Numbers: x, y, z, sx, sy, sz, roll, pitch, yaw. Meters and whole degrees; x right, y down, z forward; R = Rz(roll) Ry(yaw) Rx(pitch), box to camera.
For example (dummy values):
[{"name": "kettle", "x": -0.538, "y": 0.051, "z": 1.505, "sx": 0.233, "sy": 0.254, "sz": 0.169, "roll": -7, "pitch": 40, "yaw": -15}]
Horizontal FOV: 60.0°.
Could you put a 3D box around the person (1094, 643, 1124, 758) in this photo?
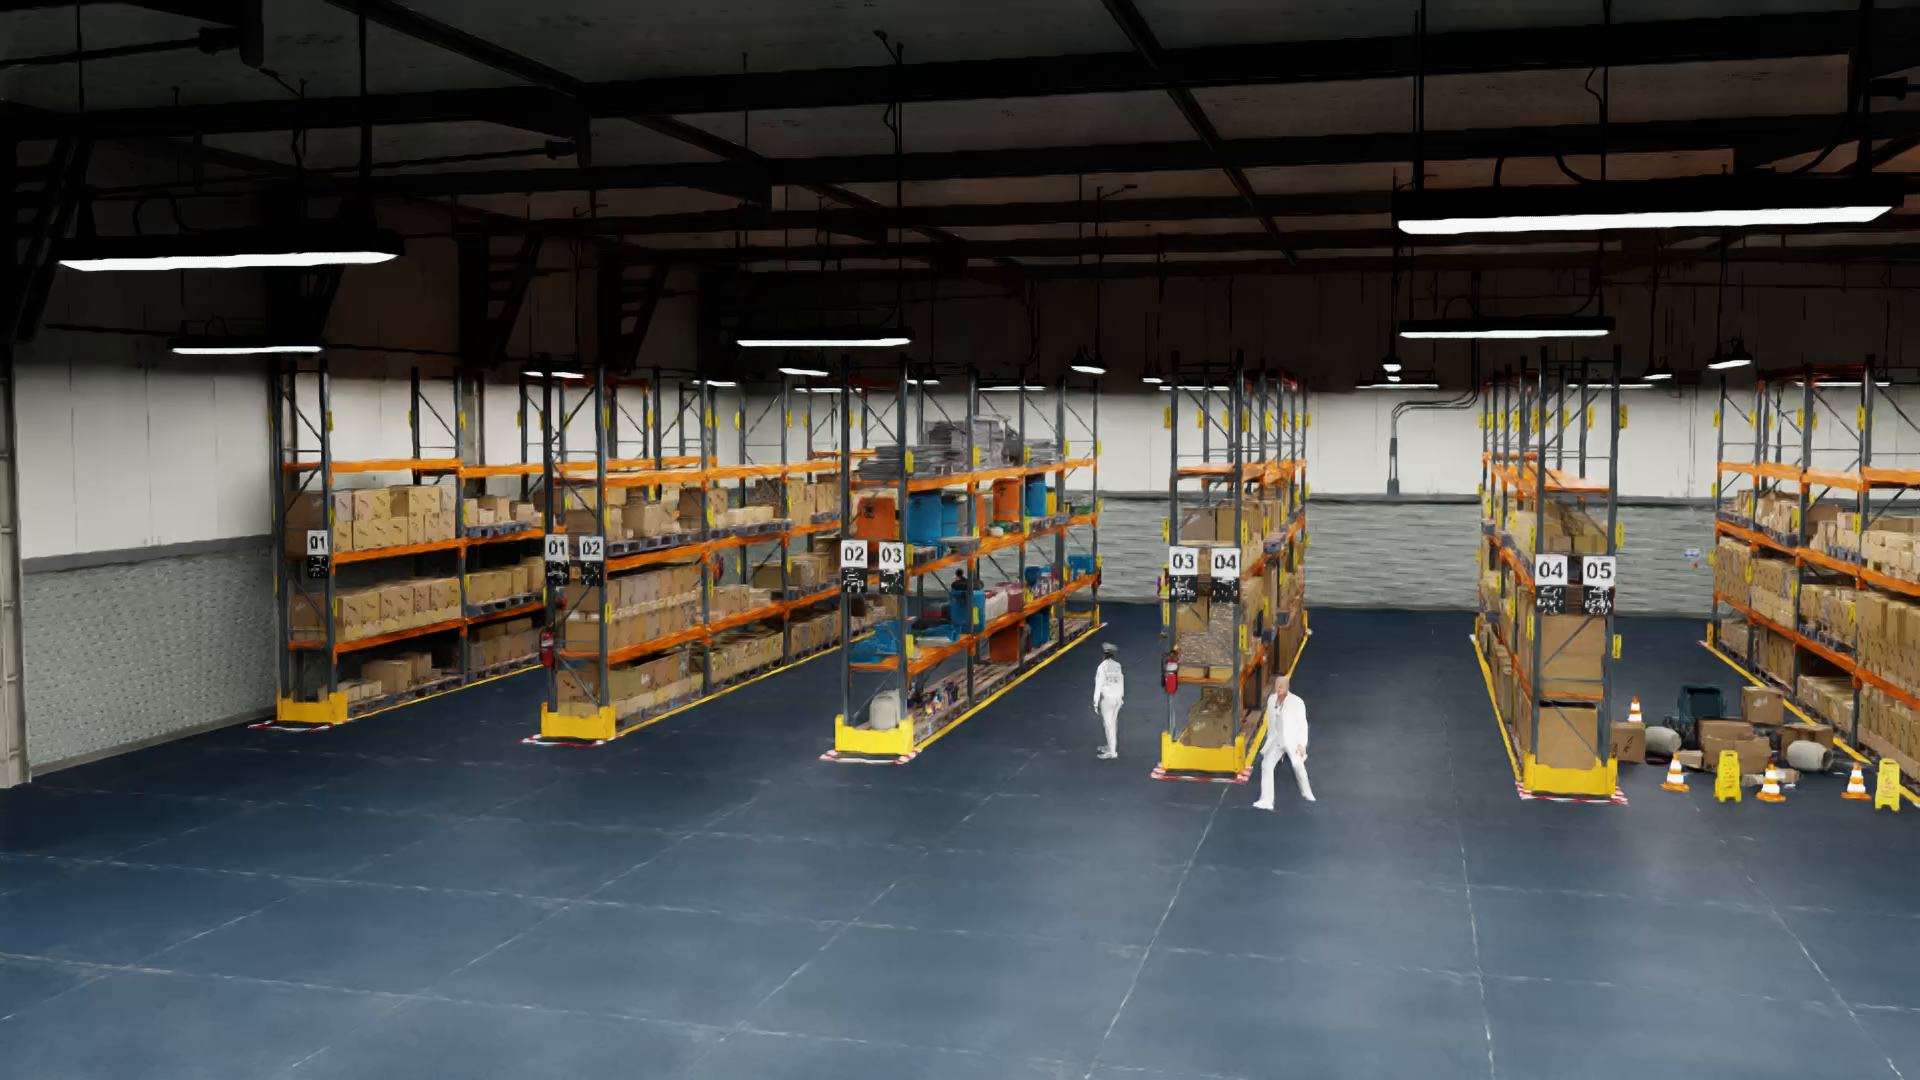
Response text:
[{"name": "person", "x": 2.203, "y": 2.374, "z": 24.769, "sx": 0.573, "sy": 1.667, "sz": 0.544, "roll": -4, "pitch": 6, "yaw": -43}]

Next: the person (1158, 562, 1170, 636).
[{"name": "person", "x": 4.868, "y": 1.366, "z": 38.688, "sx": 0.589, "sy": 1.716, "sz": 1.043, "roll": 1, "pitch": 4, "yaw": 14}]

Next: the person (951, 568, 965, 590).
[{"name": "person", "x": -0.028, "y": 1.457, "z": 37.470, "sx": 0.545, "sy": 1.670, "sz": 0.545, "roll": 3, "pitch": 5, "yaw": 34}]

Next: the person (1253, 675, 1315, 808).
[{"name": "person", "x": 4.221, "y": 2.597, "z": 21.530, "sx": 0.634, "sy": 1.722, "sz": 1.044, "roll": 3, "pitch": 5, "yaw": 35}]
